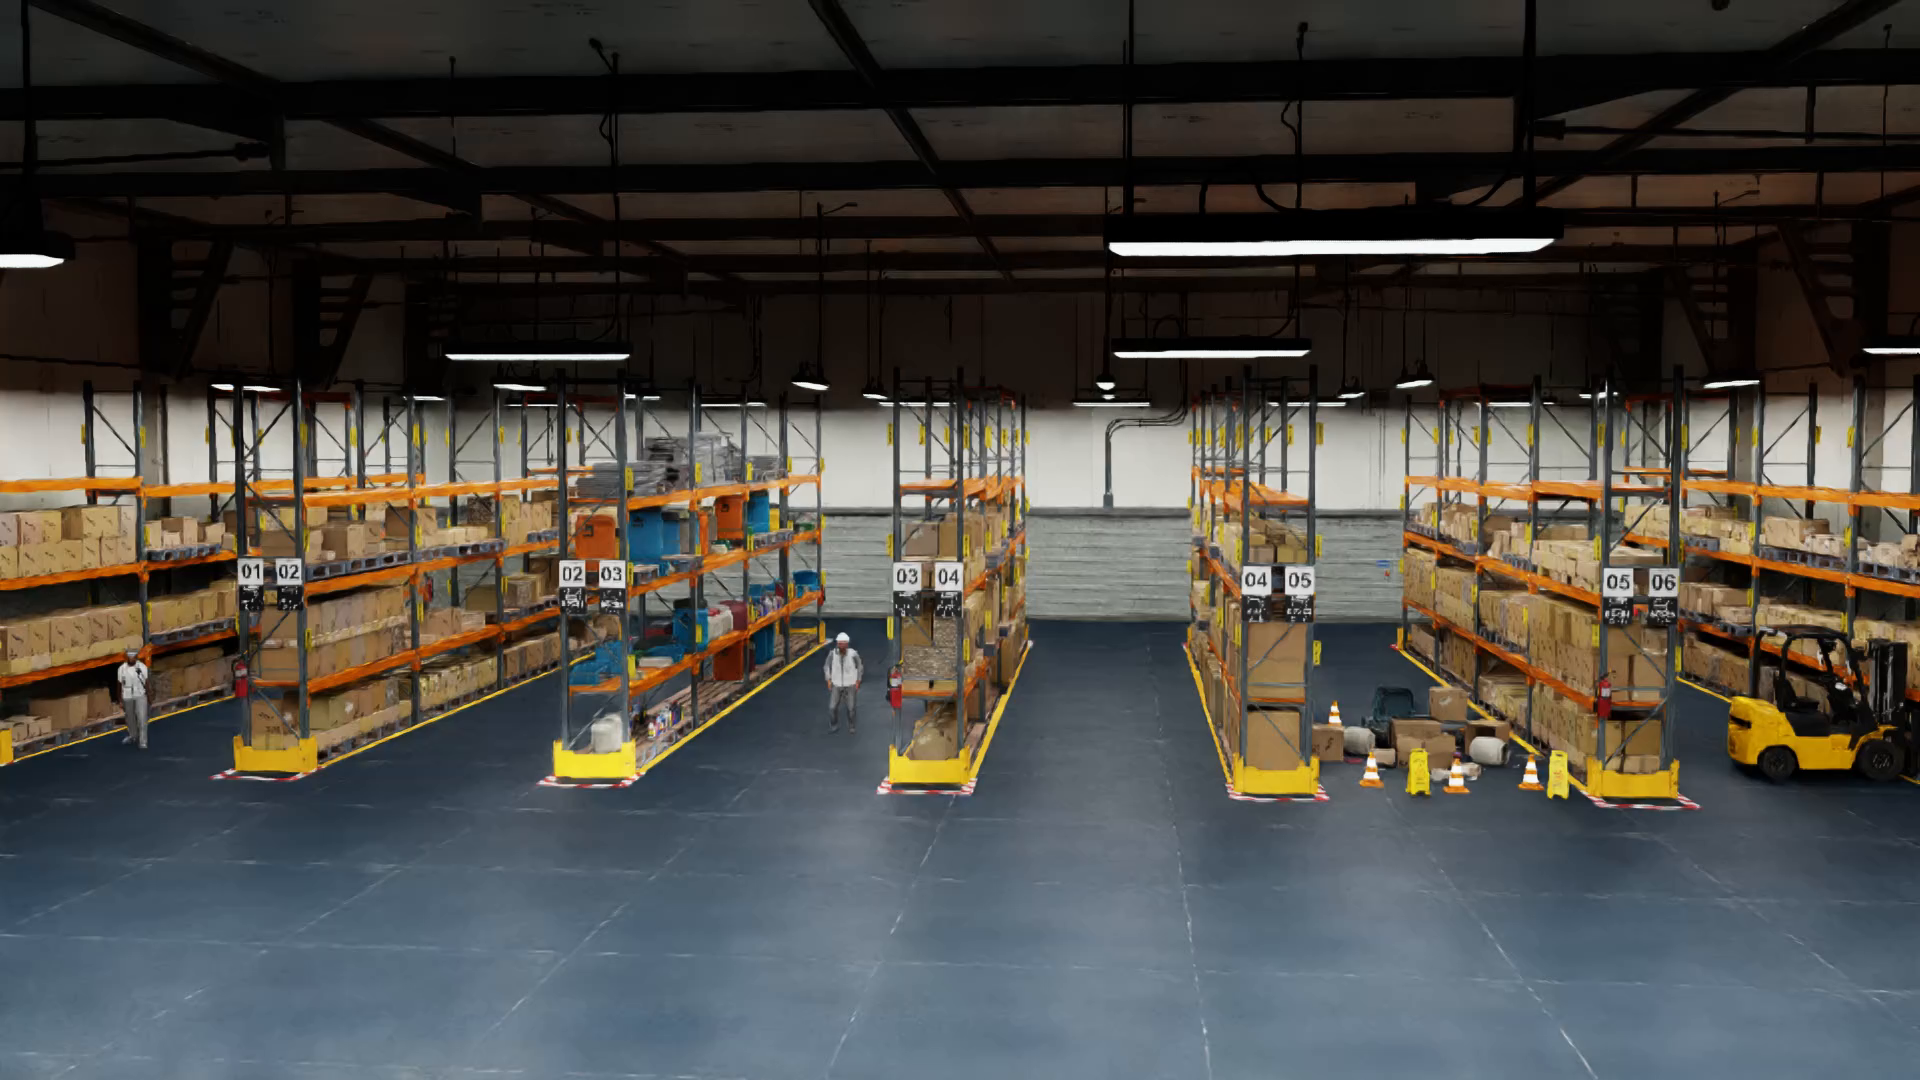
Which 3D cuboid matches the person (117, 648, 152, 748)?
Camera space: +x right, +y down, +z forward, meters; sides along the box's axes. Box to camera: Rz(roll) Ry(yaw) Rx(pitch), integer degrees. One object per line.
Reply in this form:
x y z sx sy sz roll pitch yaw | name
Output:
-13.331 2.526 26.841 0.490 1.625 0.938 -1 4 -18 | person

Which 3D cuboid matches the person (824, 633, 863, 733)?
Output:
-1.964 2.406 28.029 0.677 1.726 0.574 0 4 3 | person

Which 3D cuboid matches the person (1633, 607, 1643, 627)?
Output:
12.712 2.118 31.351 0.421 1.729 0.648 2 4 33 | person
